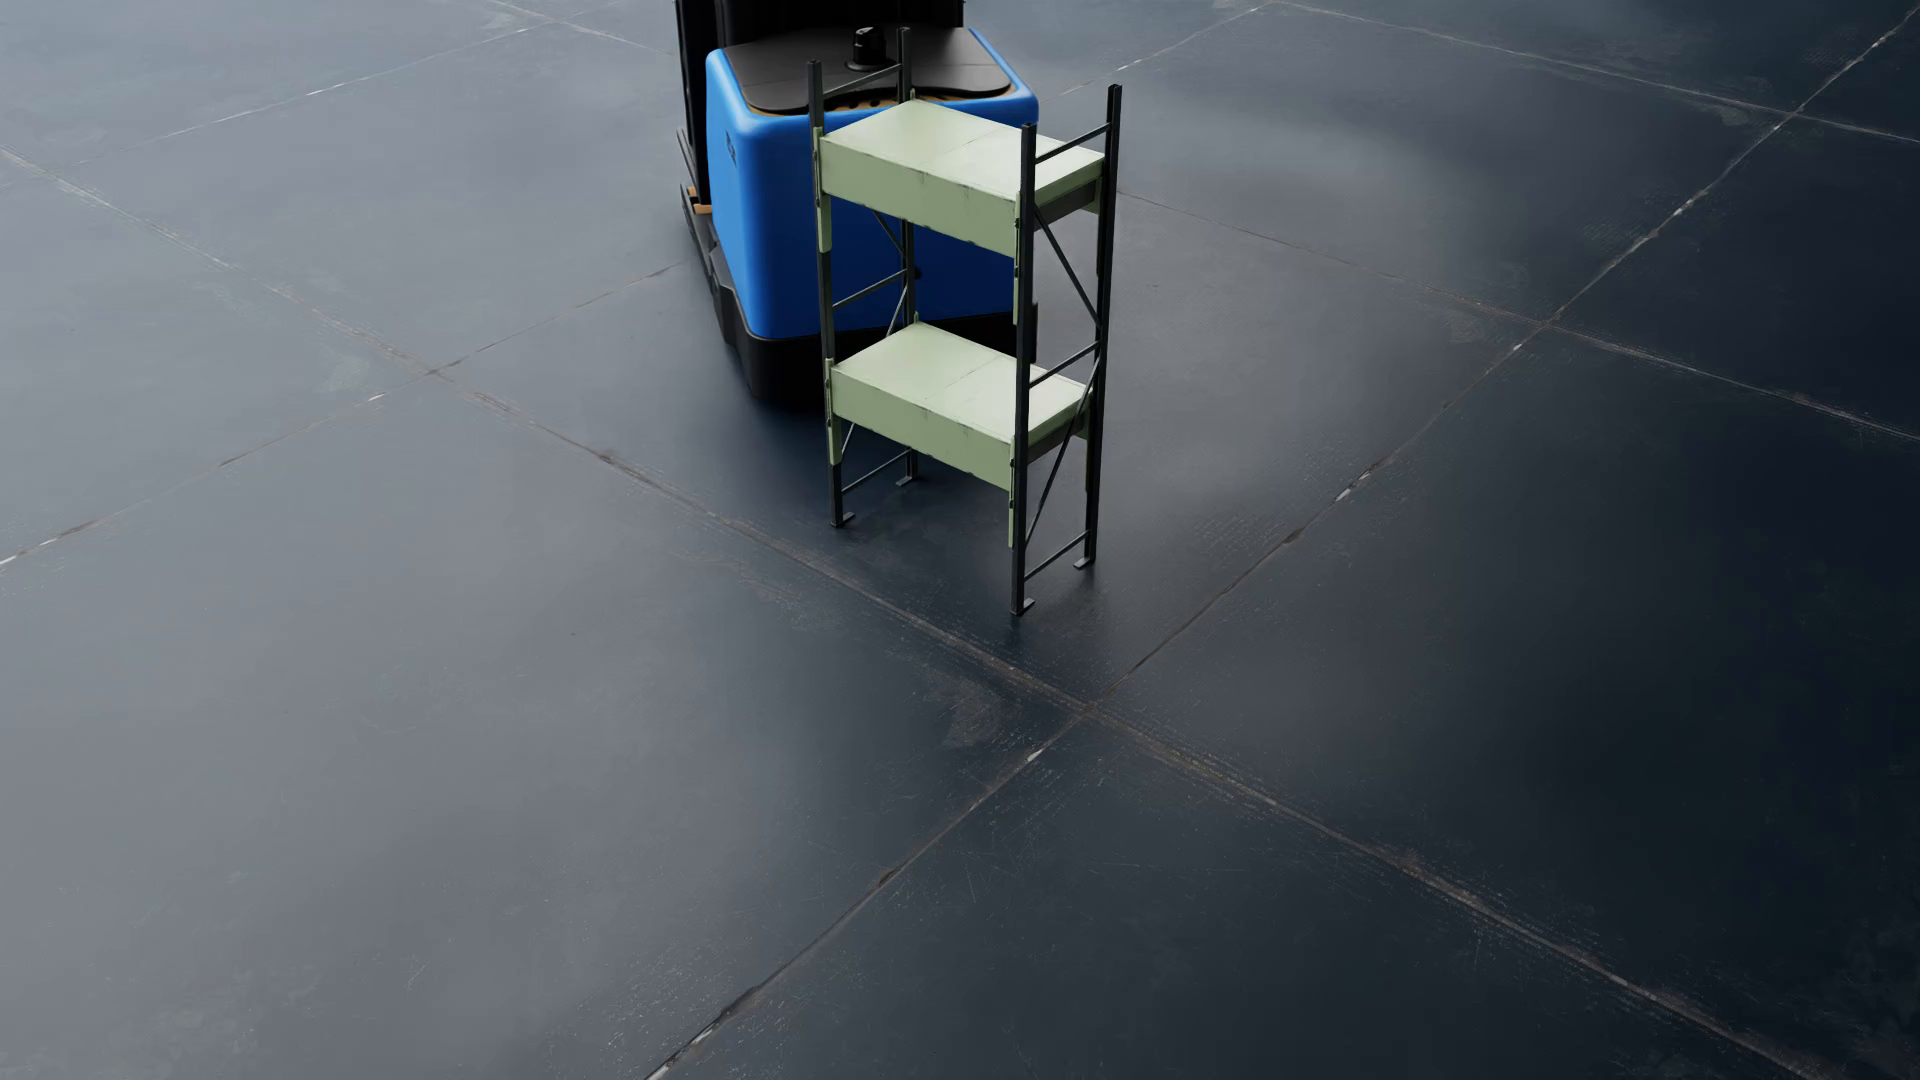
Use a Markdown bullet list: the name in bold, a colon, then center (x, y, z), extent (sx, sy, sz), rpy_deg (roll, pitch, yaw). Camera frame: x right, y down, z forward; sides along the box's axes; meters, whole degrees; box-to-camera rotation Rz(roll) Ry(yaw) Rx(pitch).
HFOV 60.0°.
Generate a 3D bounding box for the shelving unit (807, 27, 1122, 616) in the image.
- **shelving unit**: center (0.005, -0.616, 4.822), extent (0.755, 1.500, 0.431), rpy_deg (25, 42, 32)

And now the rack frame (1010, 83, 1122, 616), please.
- **rack frame**: center (0.286, -0.483, 4.629), extent (0.023, 1.500, 0.400), rpy_deg (25, 42, 32)

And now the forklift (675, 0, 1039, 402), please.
- **forklift**: center (-0.589, -2.524, 6.336), extent (1.130, 2.935, 3.031), rpy_deg (-8, 35, -12)

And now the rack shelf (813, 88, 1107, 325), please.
- **rack shelf**: center (0.005, -0.938, 4.601), extent (0.720, 0.370, 0.431), rpy_deg (25, 42, 32)

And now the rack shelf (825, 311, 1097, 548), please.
- **rack shelf**: center (0.005, -0.347, 5.006), extent (0.720, 0.370, 0.431), rpy_deg (25, 42, 32)

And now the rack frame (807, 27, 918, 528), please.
- **rack frame**: center (-0.276, -0.748, 5.015), extent (0.023, 1.500, 0.400), rpy_deg (25, 42, 32)
